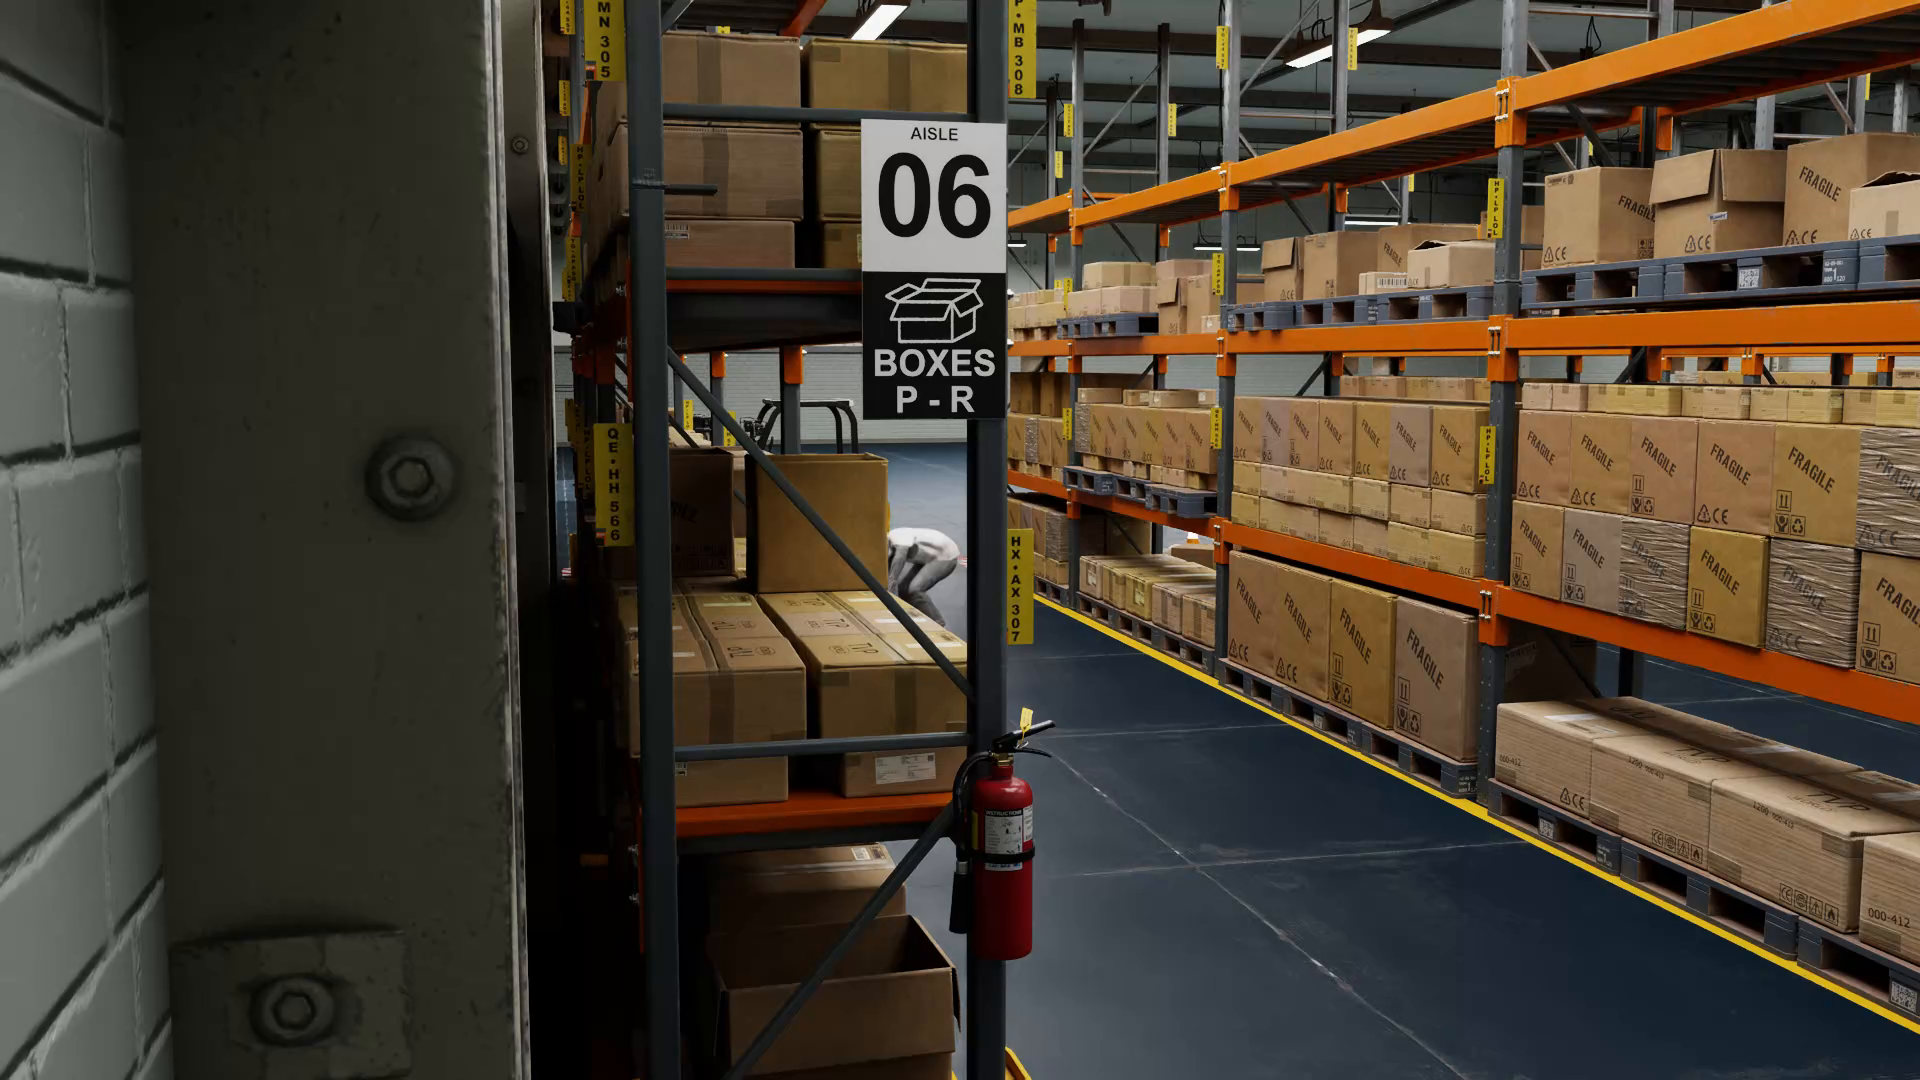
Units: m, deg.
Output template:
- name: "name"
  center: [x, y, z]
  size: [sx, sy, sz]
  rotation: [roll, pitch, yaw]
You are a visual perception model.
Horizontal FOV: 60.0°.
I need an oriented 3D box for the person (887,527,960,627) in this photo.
- name: "person"
  center: [-0.503, 0.383, 15.825]
  size: [0.997, 1.011, 0.515]
  rotation: [-2, 6, -16]
